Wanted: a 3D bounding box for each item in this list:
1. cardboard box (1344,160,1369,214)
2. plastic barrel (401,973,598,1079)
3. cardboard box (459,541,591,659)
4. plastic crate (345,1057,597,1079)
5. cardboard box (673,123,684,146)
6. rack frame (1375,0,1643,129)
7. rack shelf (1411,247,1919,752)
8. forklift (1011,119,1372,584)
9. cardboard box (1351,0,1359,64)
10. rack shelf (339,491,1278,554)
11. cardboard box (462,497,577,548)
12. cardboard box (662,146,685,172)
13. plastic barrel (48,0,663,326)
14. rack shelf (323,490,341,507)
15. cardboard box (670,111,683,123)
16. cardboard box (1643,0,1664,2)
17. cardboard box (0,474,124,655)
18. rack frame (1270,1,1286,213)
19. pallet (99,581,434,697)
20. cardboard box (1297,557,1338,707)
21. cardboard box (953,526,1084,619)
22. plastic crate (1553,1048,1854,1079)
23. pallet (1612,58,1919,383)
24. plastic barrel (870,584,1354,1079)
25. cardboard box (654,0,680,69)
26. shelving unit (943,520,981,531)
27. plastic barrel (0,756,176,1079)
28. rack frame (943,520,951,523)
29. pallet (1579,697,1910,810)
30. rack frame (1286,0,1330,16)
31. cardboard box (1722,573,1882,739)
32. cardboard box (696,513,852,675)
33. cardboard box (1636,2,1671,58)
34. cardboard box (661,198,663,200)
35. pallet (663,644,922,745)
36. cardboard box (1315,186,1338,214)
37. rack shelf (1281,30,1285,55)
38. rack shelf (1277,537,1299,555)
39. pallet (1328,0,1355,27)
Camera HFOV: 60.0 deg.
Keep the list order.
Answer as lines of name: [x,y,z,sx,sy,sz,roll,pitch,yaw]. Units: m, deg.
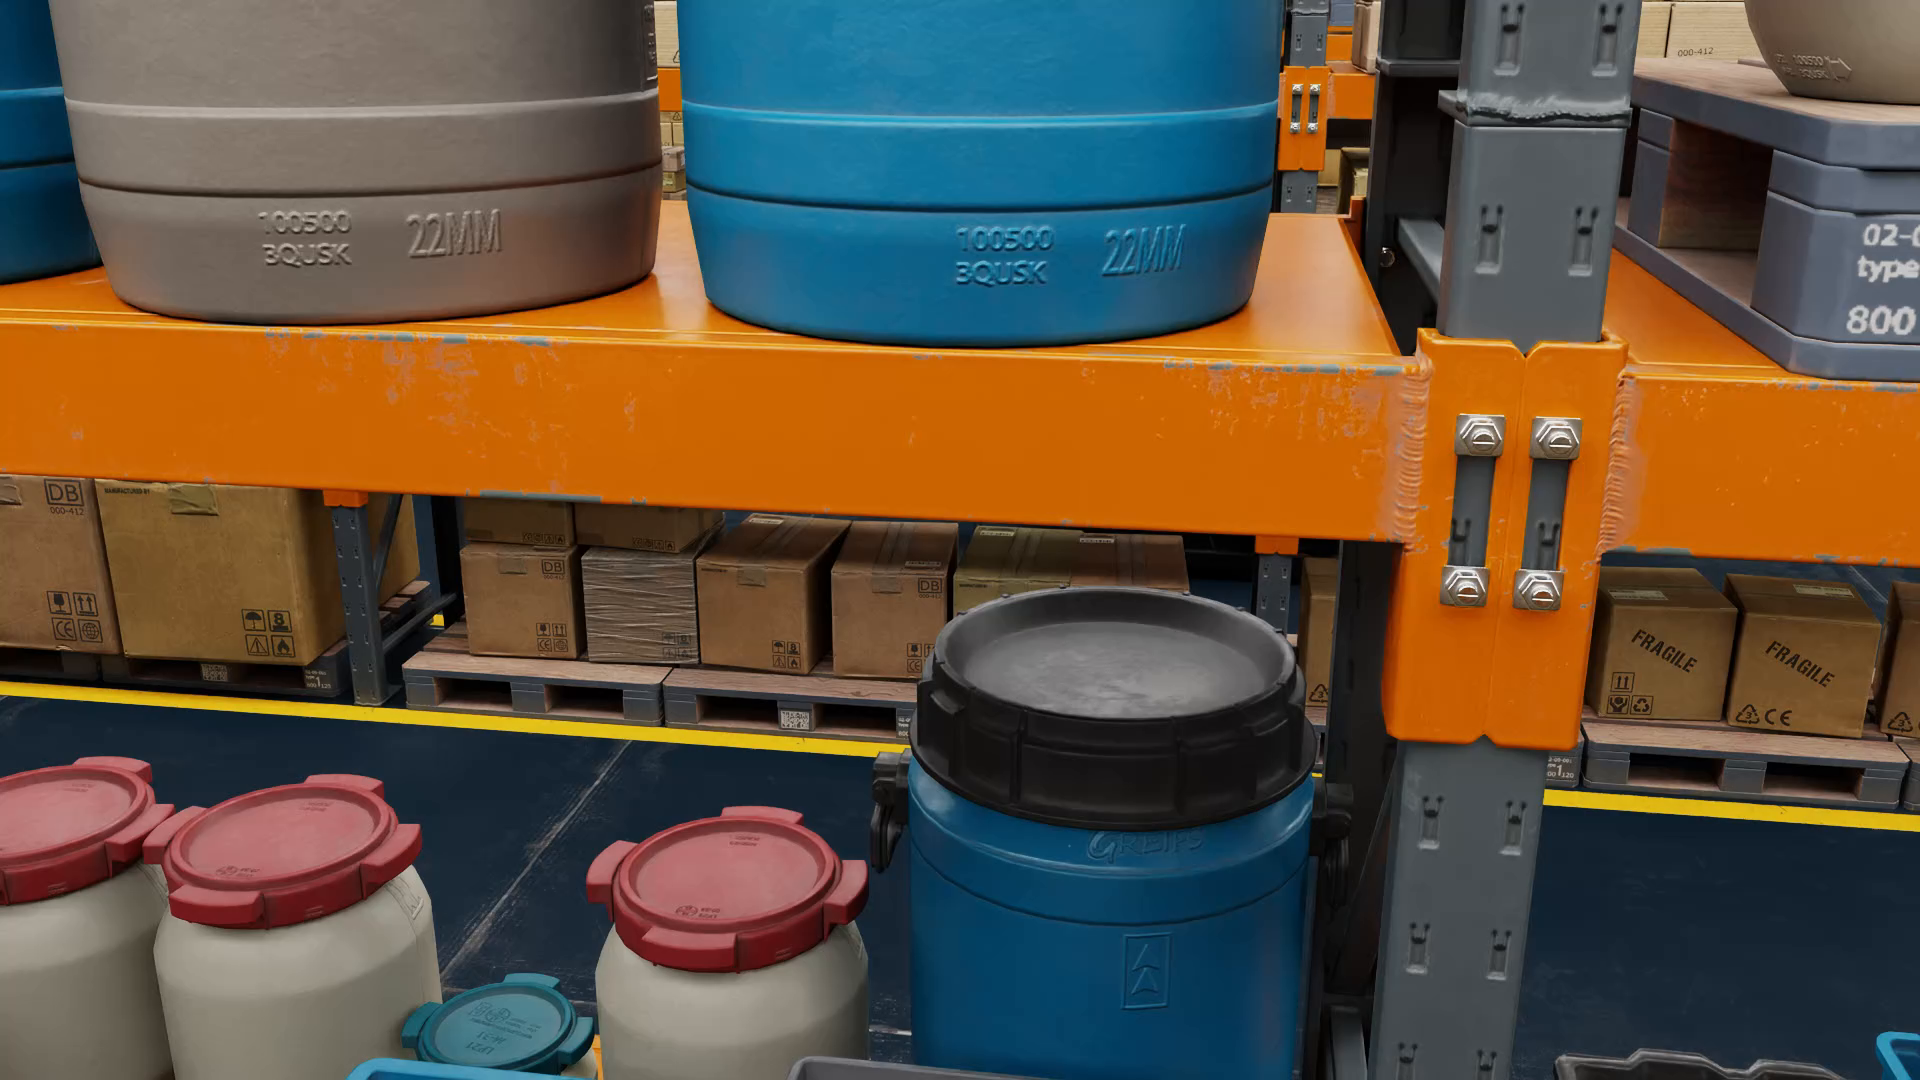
cardboard box: [1.745,-1.180,6.401,0.500,0.500,0.500,3,19,9]
plastic barrel: [-0.727,0.883,2.656,0.301,0.262,0.301,0,18,0]
cardboard box: [-1.943,0.183,7.775,0.500,0.500,0.700,2,19,6]
plastic crate: [-0.583,0.981,2.168,0.575,0.384,0.392,3,19,9]
cardboard box: [-2.570,-4.081,16.720,0.500,0.250,0.500,2,19,7]
rack frame: [0.556,-1.913,1.339,0.127,3.000,1.000,3,19,9]
rack shelf: [2.530,-0.049,1.628,4.000,0.370,1.077,3,19,9]
forklift: [1.848,-1.323,9.138,3.031,2.935,1.130,3,19,8]
cardboard box: [1.833,-2.030,6.652,0.500,0.250,0.500,4,19,11]
rack shelf: [-0.633,-0.379,7.343,4.000,0.370,1.077,3,19,9]
cardboard box: [-1.942,-0.176,7.665,0.500,0.250,0.500,4,19,11]
cardboard box: [-2.151,-2.816,12.289,0.250,0.149,0.380,3,19,9]
plastic barrel: [-0.627,-0.719,1.707,0.600,0.901,0.600,0,18,0]
rack shelf: [-4.583,-0.581,7.945,4.000,0.370,1.077,3,19,9]
cardboard box: [-2.585,-4.442,16.618,0.500,0.500,0.500,3,19,9]
cardboard box: [2.401,-2.036,6.042,0.250,0.149,0.380,3,19,10]
cardboard box: [-4.165,-0.101,8.065,0.875,0.875,1.225,3,19,9]
rack frame: [2.228,-2.169,11.557,0.127,3.000,1.000,3,19,9]
pallet: [-3.374,0.438,8.162,1.213,0.211,1.003,3,19,9]
cardboard box: [1.730,0.399,7.161,0.500,0.500,0.500,2,19,7]
cardboard box: [0.271,0.289,7.457,0.500,0.500,0.700,3,19,8]
plastic crate: [1.052,1.027,2.103,0.504,0.338,0.767,3,19,9]
pallet: [1.284,-0.395,1.828,1.003,0.211,1.213,3,19,9]
plastic barrel: [0.222,0.580,2.553,0.708,0.901,0.600,3,19,9]
cardboard box: [-1.168,-2.020,6.623,0.500,0.250,0.500,3,19,10]
shelving unit: [0.014,-0.568,9.611,0.189,1.200,0.258,3,19,9]
plastic barrel: [-1.506,0.692,2.794,0.433,0.535,0.433,0,18,0]
rack frame: [-0.076,-0.573,9.624,0.006,1.200,0.240,3,19,9]
pallet: [3.218,0.786,7.122,1.213,0.211,1.003,3,19,9]
rack frame: [1.341,-3.465,5.977,0.127,3.000,1.000,3,19,9]
cardboard box: [3.466,0.474,6.936,0.500,0.500,0.500,5,19,14]
cardboard box: [-0.833,0.233,7.625,0.500,0.500,0.700,5,19,13]
cardboard box: [2.268,-1.843,6.094,0.500,0.250,0.500,3,19,8]
cardboard box: [-2.281,-2.331,11.776,0.250,0.149,0.380,3,19,10]
pallet: [-0.636,0.603,7.668,1.213,0.211,1.003,3,19,9]
cardboard box: [2.594,-2.225,11.489,0.550,0.550,0.875,3,19,9]
rack shelf: [0.253,-3.351,11.496,4.000,0.370,1.077,3,19,9]
rack shelf: [3.316,-0.178,6.742,4.000,0.370,1.077,3,19,9]
pallet: [3.034,-3.505,10.963,1.213,0.211,1.003,3,19,9]
